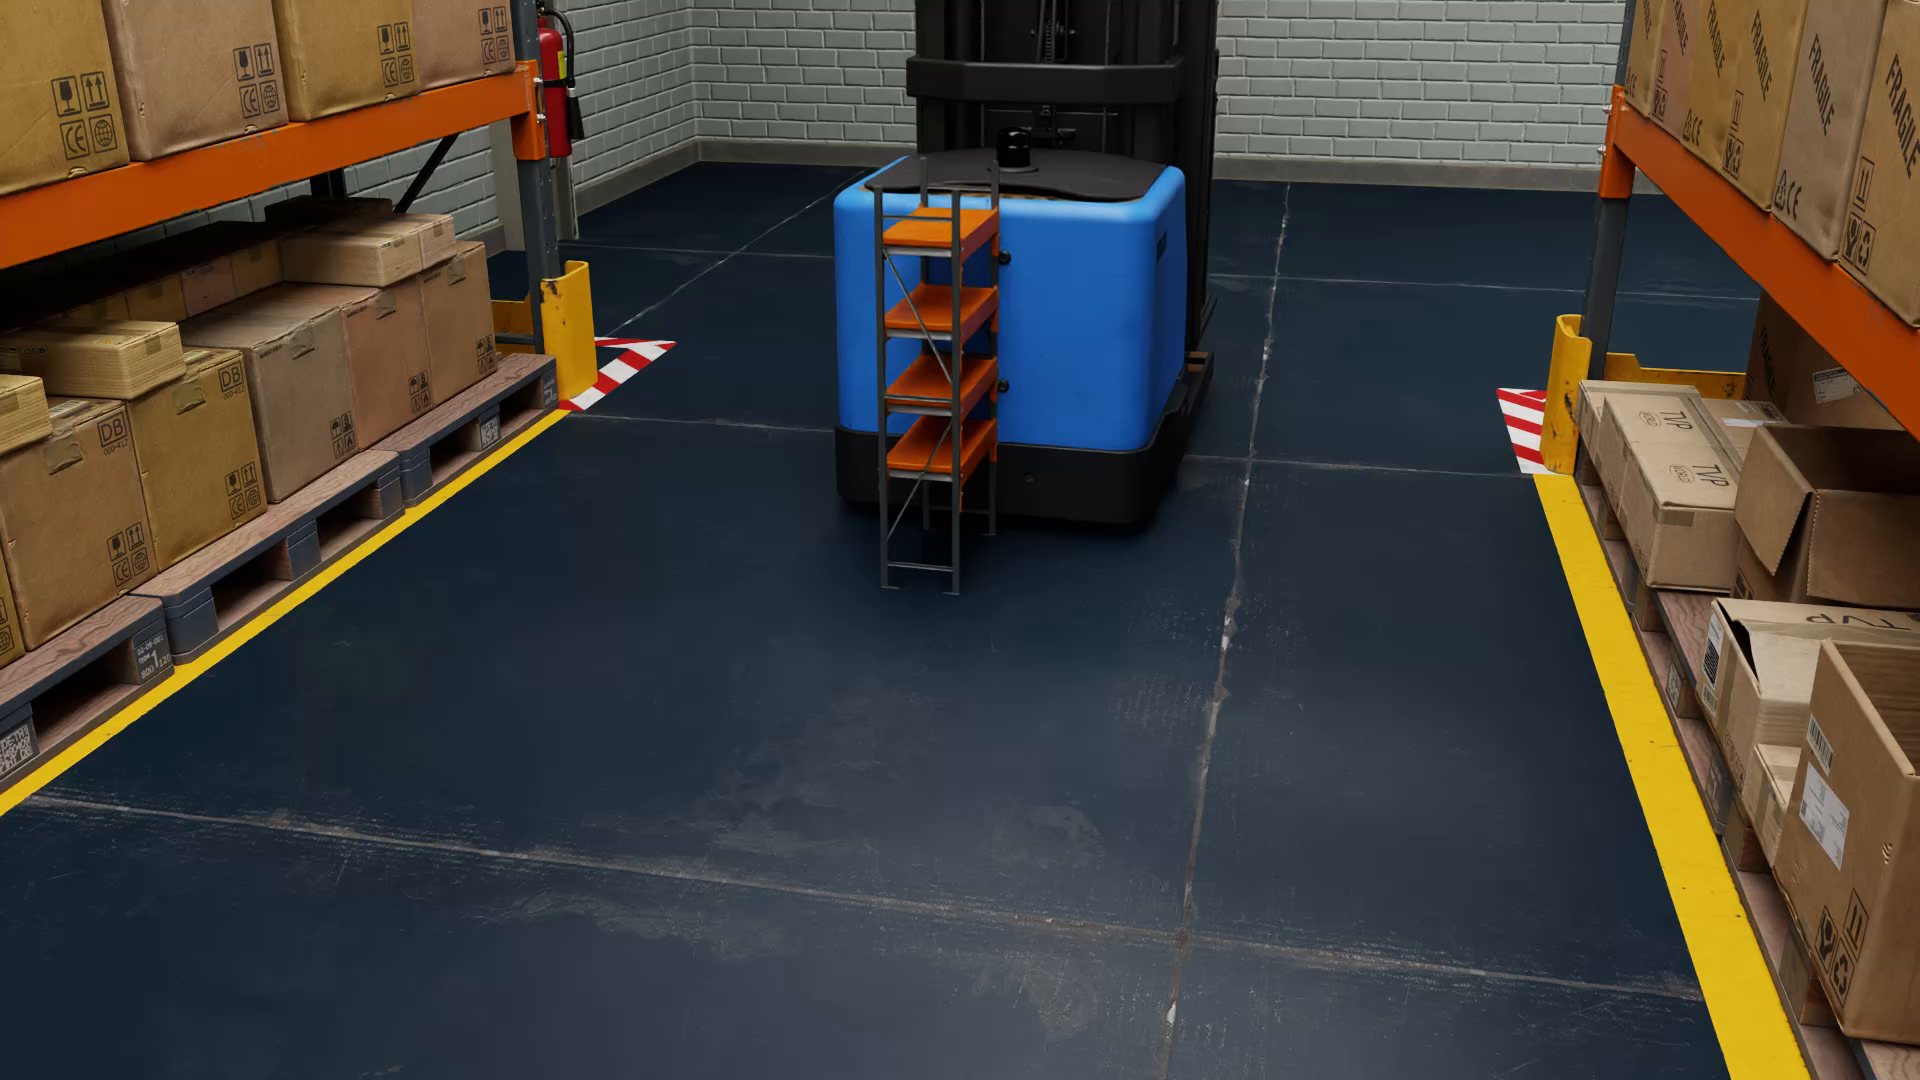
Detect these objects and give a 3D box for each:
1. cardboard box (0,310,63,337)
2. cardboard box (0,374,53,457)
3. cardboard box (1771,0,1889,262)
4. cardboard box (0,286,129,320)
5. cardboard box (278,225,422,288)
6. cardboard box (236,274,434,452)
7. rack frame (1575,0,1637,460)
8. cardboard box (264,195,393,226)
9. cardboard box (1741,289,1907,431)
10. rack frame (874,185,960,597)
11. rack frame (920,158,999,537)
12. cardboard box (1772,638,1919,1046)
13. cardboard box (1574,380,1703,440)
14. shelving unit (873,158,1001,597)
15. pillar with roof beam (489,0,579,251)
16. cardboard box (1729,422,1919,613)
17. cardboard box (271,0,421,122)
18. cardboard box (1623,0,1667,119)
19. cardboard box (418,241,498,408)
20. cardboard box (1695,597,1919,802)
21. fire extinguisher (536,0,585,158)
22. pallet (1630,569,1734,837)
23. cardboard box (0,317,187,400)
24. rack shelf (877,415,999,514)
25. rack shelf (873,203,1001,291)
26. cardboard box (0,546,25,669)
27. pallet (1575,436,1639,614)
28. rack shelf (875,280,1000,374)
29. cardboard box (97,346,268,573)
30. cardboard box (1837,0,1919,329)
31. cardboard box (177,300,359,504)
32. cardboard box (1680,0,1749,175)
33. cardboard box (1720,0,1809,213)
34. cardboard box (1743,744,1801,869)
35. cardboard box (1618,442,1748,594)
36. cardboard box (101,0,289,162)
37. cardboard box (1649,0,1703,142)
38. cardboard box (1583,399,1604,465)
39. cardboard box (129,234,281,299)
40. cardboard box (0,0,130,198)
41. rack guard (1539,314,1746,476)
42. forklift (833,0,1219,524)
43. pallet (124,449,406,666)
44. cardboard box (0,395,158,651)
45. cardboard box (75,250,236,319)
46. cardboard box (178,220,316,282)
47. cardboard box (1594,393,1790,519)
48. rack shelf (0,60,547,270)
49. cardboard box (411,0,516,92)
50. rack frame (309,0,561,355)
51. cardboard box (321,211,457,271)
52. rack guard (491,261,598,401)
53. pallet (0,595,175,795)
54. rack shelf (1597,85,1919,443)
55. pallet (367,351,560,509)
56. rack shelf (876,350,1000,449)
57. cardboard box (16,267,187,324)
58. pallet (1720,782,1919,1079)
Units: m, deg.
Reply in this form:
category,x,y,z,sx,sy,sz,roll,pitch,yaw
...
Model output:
category,x,y,z,sx,sy,sz,roll,pitch,yaw
cardboard box,-2.703,-0.532,4.576,0.380,0.149,0.250,5,22,11
cardboard box,-2.441,-0.300,3.999,0.380,0.149,0.250,5,23,13
cardboard box,1.964,-0.836,3.280,0.500,0.500,0.500,5,22,12
cardboard box,-2.651,-0.627,4.810,0.380,0.149,0.250,4,22,10
cardboard box,-2.071,-0.968,5.657,0.380,0.149,0.250,5,22,12
cardboard box,-2.274,-0.638,5.707,0.700,0.500,0.500,4,22,11
rack frame,2.723,-1.673,5.493,1.000,3.000,0.127,4,22,11
cardboard box,-2.342,-1.183,6.192,0.380,0.149,0.250,5,22,11
cardboard box,2.854,-0.500,5.338,0.500,0.500,0.500,4,22,11
rack frame,-0.118,-0.401,4.743,0.240,1.200,0.015,5,23,13
rack frame,-0.001,-0.578,5.182,0.240,1.200,0.015,5,23,13
cardboard box,1.746,0.515,2.817,0.500,0.500,0.500,4,22,11
cardboard box,2.302,-0.428,5.629,0.380,0.149,0.250,4,22,11
shelving unit,-0.059,-0.489,4.963,0.258,1.200,0.503,5,23,13
pillar with roof beam,1.792,-5.558,7.108,9.100,9.000,0.400,4,22,11
cardboard box,2.286,0.056,3.952,0.797,0.503,0.637,4,22,11
cardboard box,-2.359,-1.735,5.244,0.980,0.700,0.700,4,22,10
cardboard box,2.375,-1.578,5.122,0.500,0.500,0.500,5,22,12
cardboard box,-2.172,-0.821,6.162,0.700,0.500,0.500,4,22,11
cardboard box,1.899,0.328,3.533,0.500,0.311,0.500,4,22,11
fire extinguisher,-1.644,-1.861,6.561,0.296,0.674,0.183,4,22,11
pallet,2.295,0.384,4.117,1.003,0.211,1.213,4,22,11
cardboard box,-2.335,-0.491,4.473,0.380,0.149,0.250,4,22,9
rack shelf,-0.059,-0.243,5.062,0.258,0.148,0.480,5,23,13
rack shelf,-0.059,-0.854,4.816,0.258,0.148,0.480,5,23,13
cardboard box,-2.690,0.112,3.844,0.700,0.500,0.500,5,22,12
pallet,2.546,-0.060,5.221,1.003,0.211,1.213,4,22,11
rack shelf,-0.059,-0.634,4.904,0.258,0.148,0.480,5,23,13
cardboard box,-2.477,-0.259,4.765,0.700,0.500,0.500,5,22,12
cardboard box,1.862,-0.648,2.813,0.500,0.500,0.500,5,22,12
cardboard box,-2.376,-0.454,5.250,0.700,0.500,0.500,4,22,9
cardboard box,2.169,-1.205,4.197,0.500,0.500,0.500,4,22,11
cardboard box,2.066,-1.022,3.743,0.500,0.500,0.500,5,22,12
cardboard box,1.764,0.536,3.235,0.380,0.149,0.250,4,22,11
cardboard box,2.131,-0.059,4.577,0.500,0.250,0.500,4,22,11
cardboard box,-2.523,-1.456,4.553,0.980,0.700,0.700,3,22,8
cardboard box,2.275,-1.389,4.652,0.500,0.500,0.500,4,22,10
cardboard box,2.251,-0.345,5.398,0.380,0.166,0.250,4,22,11
cardboard box,-2.496,-0.906,5.504,0.380,0.149,0.250,5,22,11
cardboard box,-2.662,-1.190,3.891,0.980,0.700,0.700,4,22,10
rack guard,2.708,-0.486,5.891,1.175,0.500,0.348,4,22,11
forklift,0.436,-1.932,6.226,1.130,2.935,3.031,5,23,13
pallet,-2.464,-0.013,5.103,1.003,0.211,1.213,4,22,11
cardboard box,-2.584,-0.071,4.299,0.700,0.500,0.500,4,22,10
cardboard box,-2.547,-0.813,5.273,0.380,0.149,0.250,5,22,12
cardboard box,-2.444,-0.998,5.732,0.380,0.149,0.250,5,22,11
cardboard box,2.233,-0.242,5.031,0.500,0.250,0.500,4,22,11
rack shelf,-2.535,-0.985,4.746,1.077,0.370,4.000,4,22,11
cardboard box,-2.221,-2.002,5.907,0.980,0.700,0.700,5,23,13
rack frame,-2.127,-2.050,6.428,1.000,3.000,0.127,4,22,11
cardboard box,-2.019,-1.061,5.889,0.380,0.149,0.250,4,22,10
rack guard,-2.122,-0.899,6.916,1.175,0.500,0.348,4,22,11
pallet,-2.711,0.435,3.992,1.003,0.211,1.213,4,22,11
rack shelf,2.315,-0.608,3.812,1.077,0.370,4.000,4,22,11
pallet,-2.213,-0.458,6.208,1.003,0.211,1.213,4,22,11
rack shelf,-0.059,-0.427,4.988,0.258,0.148,0.480,5,23,13
cardboard box,-2.599,-0.719,5.040,0.380,0.149,0.250,5,22,11
pallet,2.048,0.832,3.006,1.003,0.211,1.213,4,22,11
